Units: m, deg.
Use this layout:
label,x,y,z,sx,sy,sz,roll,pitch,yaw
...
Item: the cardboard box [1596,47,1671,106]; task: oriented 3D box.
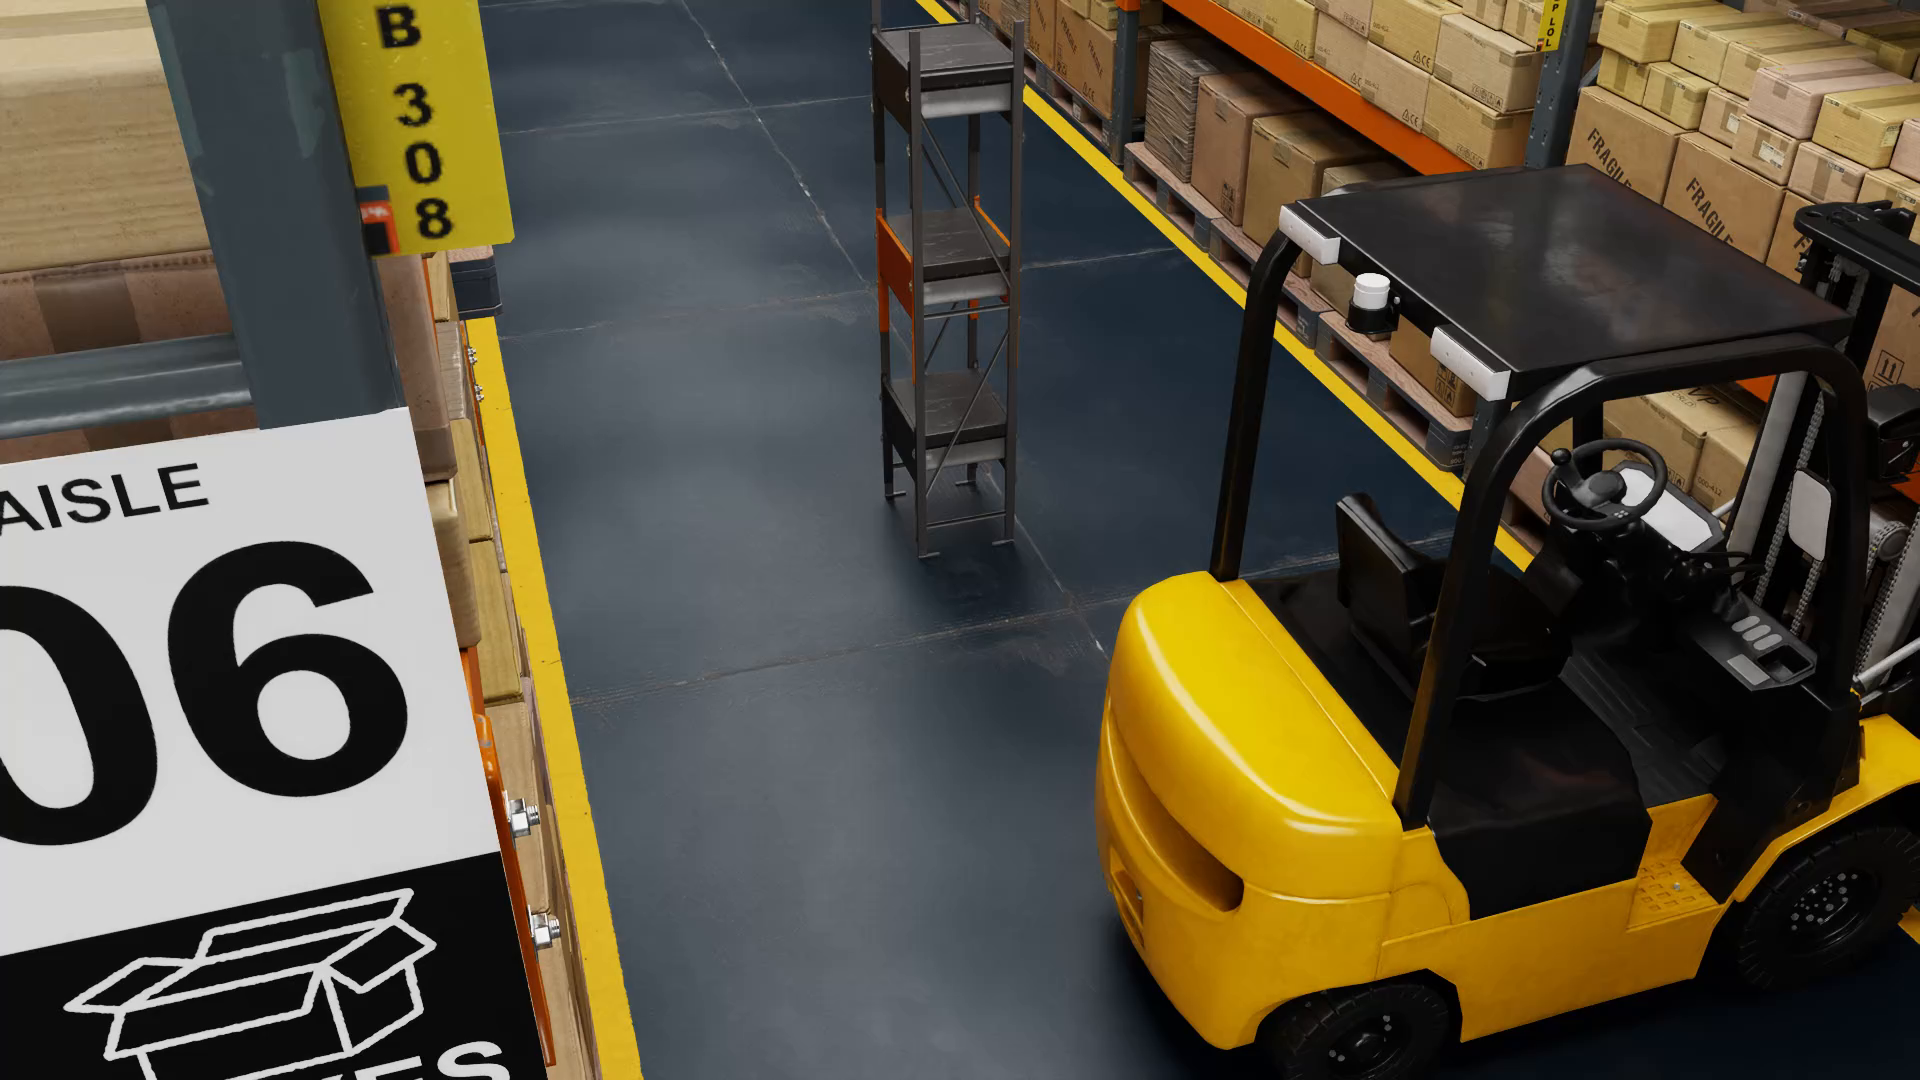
label,x,y,z,sx,sy,sz,roll,pitch,yaw
cardboard box,2.490,-1.658,5.859,0.380,0.149,0.250,-11,35,-15

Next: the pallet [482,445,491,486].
label,x,y,z,sx,sy,sz,roll,pitch,yaw
pallet,-2.321,0.034,6.507,1.003,0.211,1.213,-10,35,-15

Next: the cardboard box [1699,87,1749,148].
label,x,y,z,sx,sy,sz,roll,pitch,yaw
cardboard box,2.677,-1.390,5.454,0.380,0.149,0.250,-10,35,-15

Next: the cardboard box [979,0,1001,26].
label,x,y,z,sx,sy,sz,roll,pitch,yaw
cardboard box,0.456,-4.057,12.056,0.500,0.500,0.500,-11,35,-16

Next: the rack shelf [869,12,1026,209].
label,x,y,z,sx,sy,sz,roll,pitch,yaw
rack shelf,-0.050,-1.536,5.924,0.431,0.518,0.480,-10,35,-15

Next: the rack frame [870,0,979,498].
label,x,y,z,sx,sy,sz,roll,pitch,yaw
rack frame,-0.125,-1.091,6.497,0.400,2.100,0.015,-10,35,-15

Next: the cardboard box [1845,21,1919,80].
label,x,y,z,sx,sy,sz,roll,pitch,yaw
cardboard box,3.159,-1.602,5.504,0.380,0.149,0.250,-10,35,-15

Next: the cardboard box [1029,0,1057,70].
label,x,y,z,sx,sy,sz,roll,pitch,yaw
cardboard box,0.785,-3.514,11.234,0.500,0.500,0.500,-9,34,-13

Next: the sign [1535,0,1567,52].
label,x,y,z,sx,sy,sz,roll,pitch,yaw
sign,2.130,-1.911,5.943,0.100,0.325,0.005,-10,35,-15

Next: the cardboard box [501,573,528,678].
label,x,y,z,sx,sy,sz,roll,pitch,yaw
cardboard box,-1.490,0.471,4.750,0.500,0.500,0.500,-9,35,-14

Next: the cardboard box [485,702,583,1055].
label,x,y,z,sx,sy,sz,roll,pitch,yaw
cardboard box,-0.904,0.647,2.690,0.500,0.500,0.500,-9,35,-13

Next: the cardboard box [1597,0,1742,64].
label,x,y,z,sx,sy,sz,roll,pitch,yaw
cardboard box,2.458,-1.777,5.769,0.380,0.149,0.250,-9,35,-14

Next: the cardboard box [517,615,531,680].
label,x,y,z,sx,sy,sz,roll,pitch,yaw
cardboard box,-1.646,0.517,5.361,0.500,0.250,0.500,-8,34,-13

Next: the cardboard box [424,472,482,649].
label,x,y,z,sx,sy,sz,roll,pitch,yaw
cardboard box,-0.654,0.004,1.530,0.380,0.149,0.250,-10,35,-15

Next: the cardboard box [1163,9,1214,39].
label,x,y,z,sx,sy,sz,roll,pitch,yaw
cardboard box,1.562,-3.058,10.544,0.500,0.500,0.500,-9,34,-13

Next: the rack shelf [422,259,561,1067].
label,x,y,z,sx,sy,sz,roll,pitch,yaw
rack shelf,-1.472,-0.622,2.902,1.077,0.370,4.000,-10,35,-15

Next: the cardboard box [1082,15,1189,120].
label,x,y,z,sx,sy,sz,roll,pitch,yaw
cardboard box,1.090,-2.976,10.419,0.500,0.500,0.500,-9,35,-13

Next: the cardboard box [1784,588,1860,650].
label,x,y,z,sx,sy,sz,roll,pitch,yaw
cardboard box,2.948,0.307,5.224,0.500,0.250,0.500,-10,35,-15

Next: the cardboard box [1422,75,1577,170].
label,x,y,z,sx,sy,sz,roll,pitch,yaw
cardboard box,2.241,-1.715,6.761,0.500,0.250,0.500,-9,35,-14

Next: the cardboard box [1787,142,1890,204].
label,x,y,z,sx,sy,sz,roll,pitch,yaw
cardboard box,2.760,-1.110,5.030,0.380,0.149,0.250,-10,35,-15

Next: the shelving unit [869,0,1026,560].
label,x,y,z,sx,sy,sz,roll,pitch,yaw
shelving unit,-0.050,-0.963,6.303,0.431,2.100,0.503,-10,35,-15

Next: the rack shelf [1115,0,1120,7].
label,x,y,z,sx,sy,sz,roll,pitch,yaw
rack shelf,0.813,-4.407,11.351,1.077,0.370,4.000,-10,35,-15

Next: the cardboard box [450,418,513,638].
label,x,y,z,sx,sy,sz,roll,pitch,yaw
cardboard box,-1.223,0.114,3.496,0.500,0.500,0.500,-11,35,-16

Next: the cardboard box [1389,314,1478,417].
label,x,y,z,sx,sy,sz,roll,pitch,yaw
cardboard box,2.474,-1.014,7.337,0.875,0.625,0.625,-8,34,-13

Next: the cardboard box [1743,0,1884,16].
label,x,y,z,sx,sy,sz,roll,pitch,yaw
cardboard box,3.029,-1.877,5.921,0.380,0.149,0.250,-10,35,-15

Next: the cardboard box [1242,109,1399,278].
label,x,y,z,sx,sy,sz,roll,pitch,yaw
cardboard box,2.013,-1.817,8.552,0.875,0.625,0.625,-11,35,-17

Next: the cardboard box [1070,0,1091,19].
label,x,y,z,sx,sy,sz,roll,pitch,yaw
cardboard box,0.919,-3.415,10.496,0.380,0.149,0.250,-12,35,-17

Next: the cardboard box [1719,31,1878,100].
label,x,y,z,sx,sy,sz,roll,pitch,yaw
cardboard box,2.710,-1.522,5.384,0.380,0.149,0.250,-11,35,-16

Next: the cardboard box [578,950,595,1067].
label,x,y,z,sx,sy,sz,roll,pitch,yaw
cardboard box,-1.172,1.328,4.133,0.500,0.250,0.500,-8,34,-12

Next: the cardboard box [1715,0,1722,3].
label,x,y,z,sx,sy,sz,roll,pitch,yaw
cardboard box,2.741,-2.090,6.513,0.380,0.149,0.250,-11,35,-16

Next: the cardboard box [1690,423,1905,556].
label,x,y,z,sx,sy,sz,roll,pitch,yaw
cardboard box,2.801,-0.166,5.487,0.500,0.250,0.500,-9,34,-13

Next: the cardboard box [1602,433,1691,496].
label,x,y,z,sx,sy,sz,roll,pitch,yaw
cardboard box,2.653,-0.224,6.028,0.500,0.250,0.500,-10,35,-15

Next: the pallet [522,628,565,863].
label,x,y,z,sx,sy,sz,roll,pitch,yaw
pallet,-1.844,0.789,5.364,1.003,0.211,1.213,-10,35,-15

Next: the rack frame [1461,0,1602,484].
label,x,y,z,sx,sy,sz,roll,pitch,yaw
rack frame,2.643,-1.557,6.386,1.000,3.000,0.127,-10,35,-15

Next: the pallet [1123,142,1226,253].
label,x,y,z,sx,sy,sz,roll,pitch,yaw
pallet,1.637,-2.055,9.669,1.003,0.211,1.213,-10,35,-15

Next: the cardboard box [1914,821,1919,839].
label,x,y,z,sx,sy,sz,roll,pitch,yaw
cardboard box,3.133,0.794,4.940,0.500,0.250,0.500,-10,35,-14

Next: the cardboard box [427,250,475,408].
label,x,y,z,sx,sy,sz,roll,pitch,yaw
cardboard box,-1.547,-0.426,4.313,0.500,0.500,0.500,-9,34,-13

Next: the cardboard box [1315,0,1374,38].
label,x,y,z,sx,sy,sz,roll,pitch,yaw
cardboard box,1.936,-2.456,7.429,0.500,0.250,0.500,-9,35,-14

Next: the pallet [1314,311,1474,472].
label,x,y,z,sx,sy,sz,roll,pitch,yaw
pallet,2.382,-0.774,7.730,1.003,0.211,1.213,-10,35,-15

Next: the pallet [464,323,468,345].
label,x,y,z,sx,sy,sz,roll,pitch,yaw
pallet,-3.066,-1.247,8.445,1.003,0.211,1.213,-10,35,-15

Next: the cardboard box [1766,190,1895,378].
label,x,y,z,sx,sy,sz,roll,pitch,yaw
cardboard box,2.860,-0.786,5.128,0.500,0.500,0.500,-10,35,-15

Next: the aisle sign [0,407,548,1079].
label,x,y,z,sx,sy,sz,roll,pitch,yaw
aisle sign,-0.548,0.275,1.255,0.394,0.787,0.004,-10,35,-15

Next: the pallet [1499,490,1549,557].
label,x,y,z,sx,sy,sz,roll,pitch,yaw
pallet,2.846,0.031,6.512,1.003,0.211,1.213,-10,35,-15

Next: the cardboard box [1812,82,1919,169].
label,x,y,z,sx,sy,sz,roll,pitch,yaw
cardboard box,2.796,-1.238,4.954,0.380,0.149,0.250,-11,35,-15

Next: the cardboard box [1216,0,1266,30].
label,x,y,z,sx,sy,sz,roll,pitch,yaw
cardboard box,1.638,-2.787,8.382,0.500,0.250,0.500,-11,35,-16

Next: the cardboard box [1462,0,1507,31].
label,x,y,z,sx,sy,sz,roll,pitch,yaw
cardboard box,2.232,-2.144,6.595,0.380,0.149,0.250,-11,35,-15

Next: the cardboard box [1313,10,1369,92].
label,x,y,z,sx,sy,sz,roll,pitch,yaw
cardboard box,1.960,-2.244,7.561,0.500,0.250,0.500,-10,35,-14

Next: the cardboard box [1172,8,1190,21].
label,x,y,z,sx,sy,sz,roll,pitch,yaw
cardboard box,1.561,-3.387,10.452,0.380,0.149,0.250,-8,34,-12

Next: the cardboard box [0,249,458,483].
label,x,y,z,sx,sy,sz,roll,pitch,yaw
cardboard box,-0.762,-0.242,1.541,0.500,0.250,0.500,-11,35,-16

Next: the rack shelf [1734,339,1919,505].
label,x,y,z,sx,sy,sz,roll,pitch,yaw
rack shelf,3.254,-0.207,4.995,1.077,0.370,4.000,-10,35,-15

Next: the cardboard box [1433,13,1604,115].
label,x,y,z,sx,sy,sz,roll,pitch,yaw
cardboard box,2.250,-1.918,6.615,0.500,0.250,0.500,-11,35,-16

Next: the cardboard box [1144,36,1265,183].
label,x,y,z,sx,sy,sz,roll,pitch,yaw
cardboard box,1.601,-2.512,9.604,0.875,0.625,0.625,-9,34,-13

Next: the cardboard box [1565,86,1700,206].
label,x,y,z,sx,sy,sz,roll,pitch,yaw
cardboard box,2.530,-1.322,5.939,0.500,0.500,0.500,-11,35,-16

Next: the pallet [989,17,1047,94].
label,x,y,z,sx,sy,sz,roll,pitch,yaw
pallet,0.863,-3.532,11.903,1.003,0.211,1.213,-10,35,-15

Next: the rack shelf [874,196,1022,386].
label,x,y,z,sx,sy,sz,roll,pitch,yaw
rack shelf,-0.050,-0.952,6.310,0.431,0.518,0.480,-10,35,-15

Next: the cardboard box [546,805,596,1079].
label,x,y,z,sx,sy,sz,roll,pitch,yaw
cardboard box,-1.162,1.018,3.922,0.500,0.500,0.500,-9,35,-14
